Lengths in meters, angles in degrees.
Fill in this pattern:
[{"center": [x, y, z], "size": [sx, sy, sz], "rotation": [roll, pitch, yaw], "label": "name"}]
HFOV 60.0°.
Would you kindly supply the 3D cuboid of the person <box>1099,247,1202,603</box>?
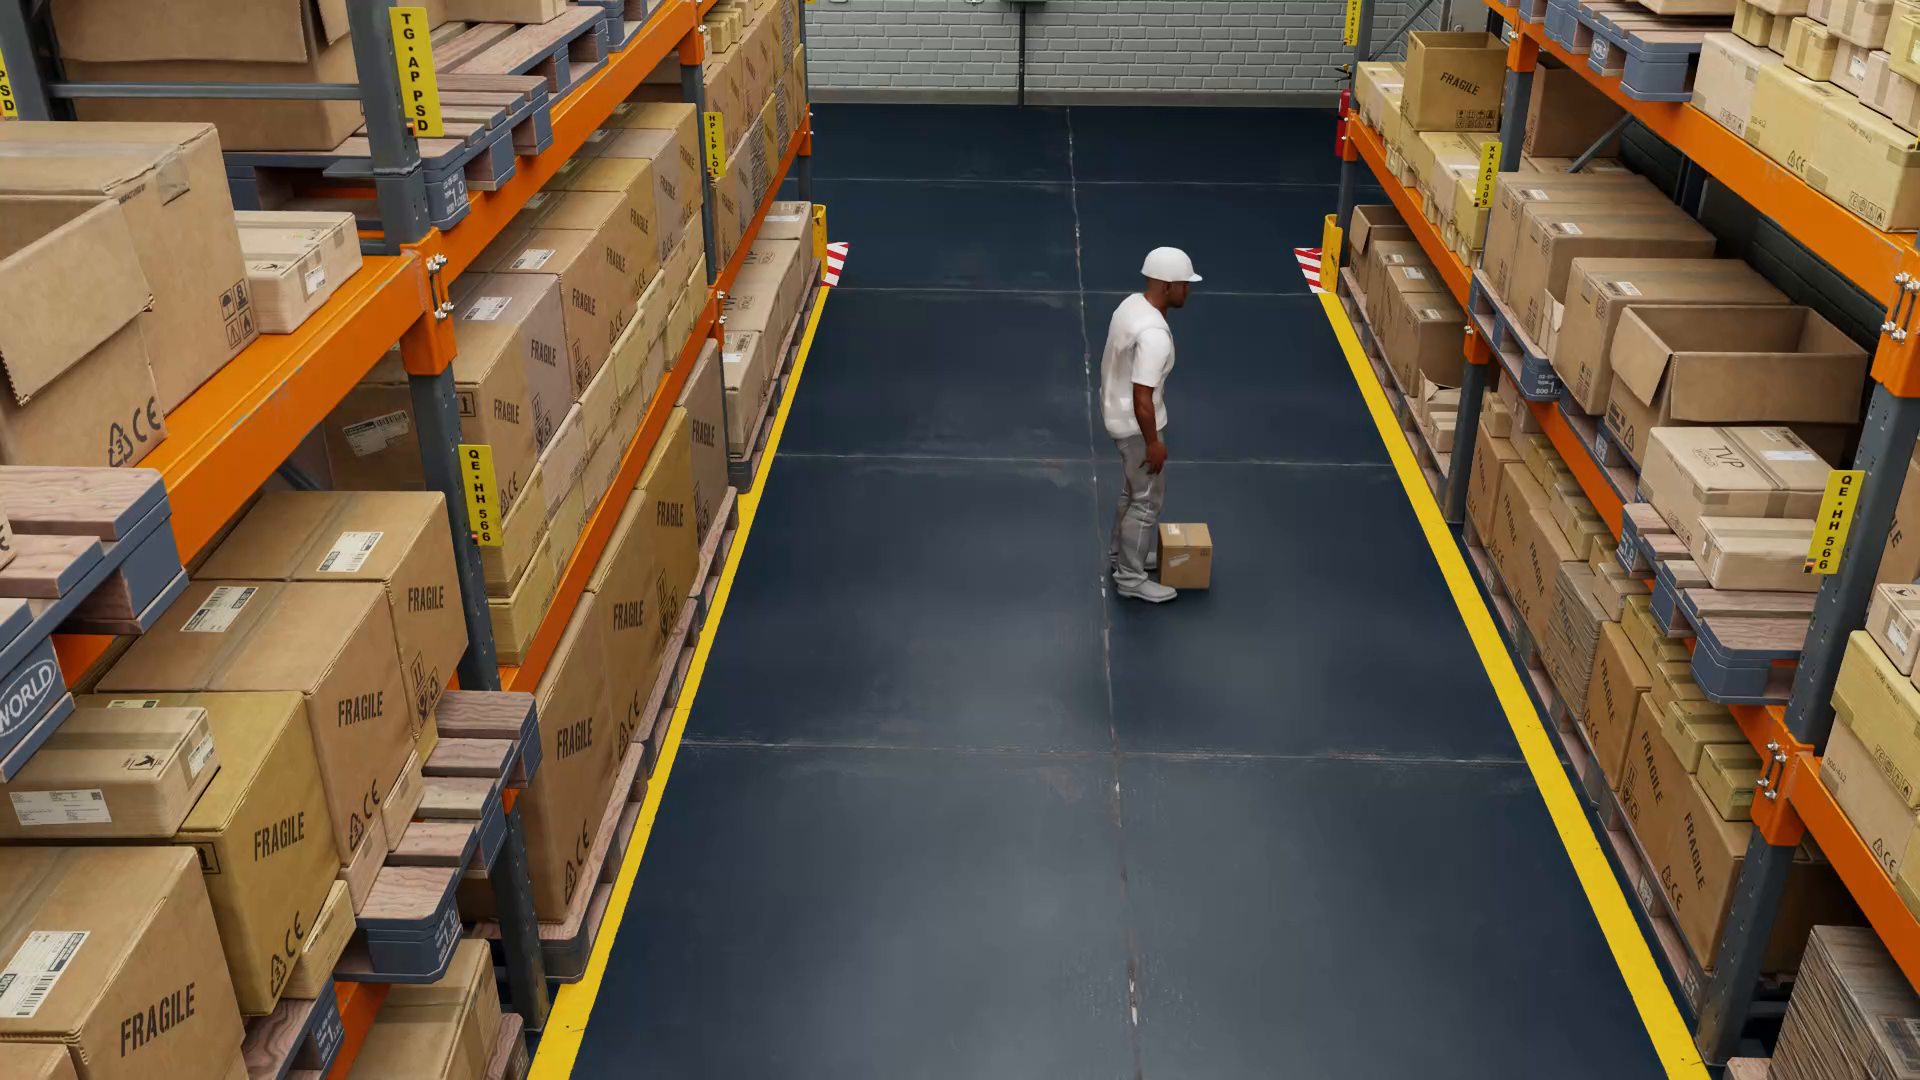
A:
[{"center": [0.919, -0.585, 8.212], "size": [0.463, 1.759, 0.626], "rotation": [0, 28, -1], "label": "person"}]
